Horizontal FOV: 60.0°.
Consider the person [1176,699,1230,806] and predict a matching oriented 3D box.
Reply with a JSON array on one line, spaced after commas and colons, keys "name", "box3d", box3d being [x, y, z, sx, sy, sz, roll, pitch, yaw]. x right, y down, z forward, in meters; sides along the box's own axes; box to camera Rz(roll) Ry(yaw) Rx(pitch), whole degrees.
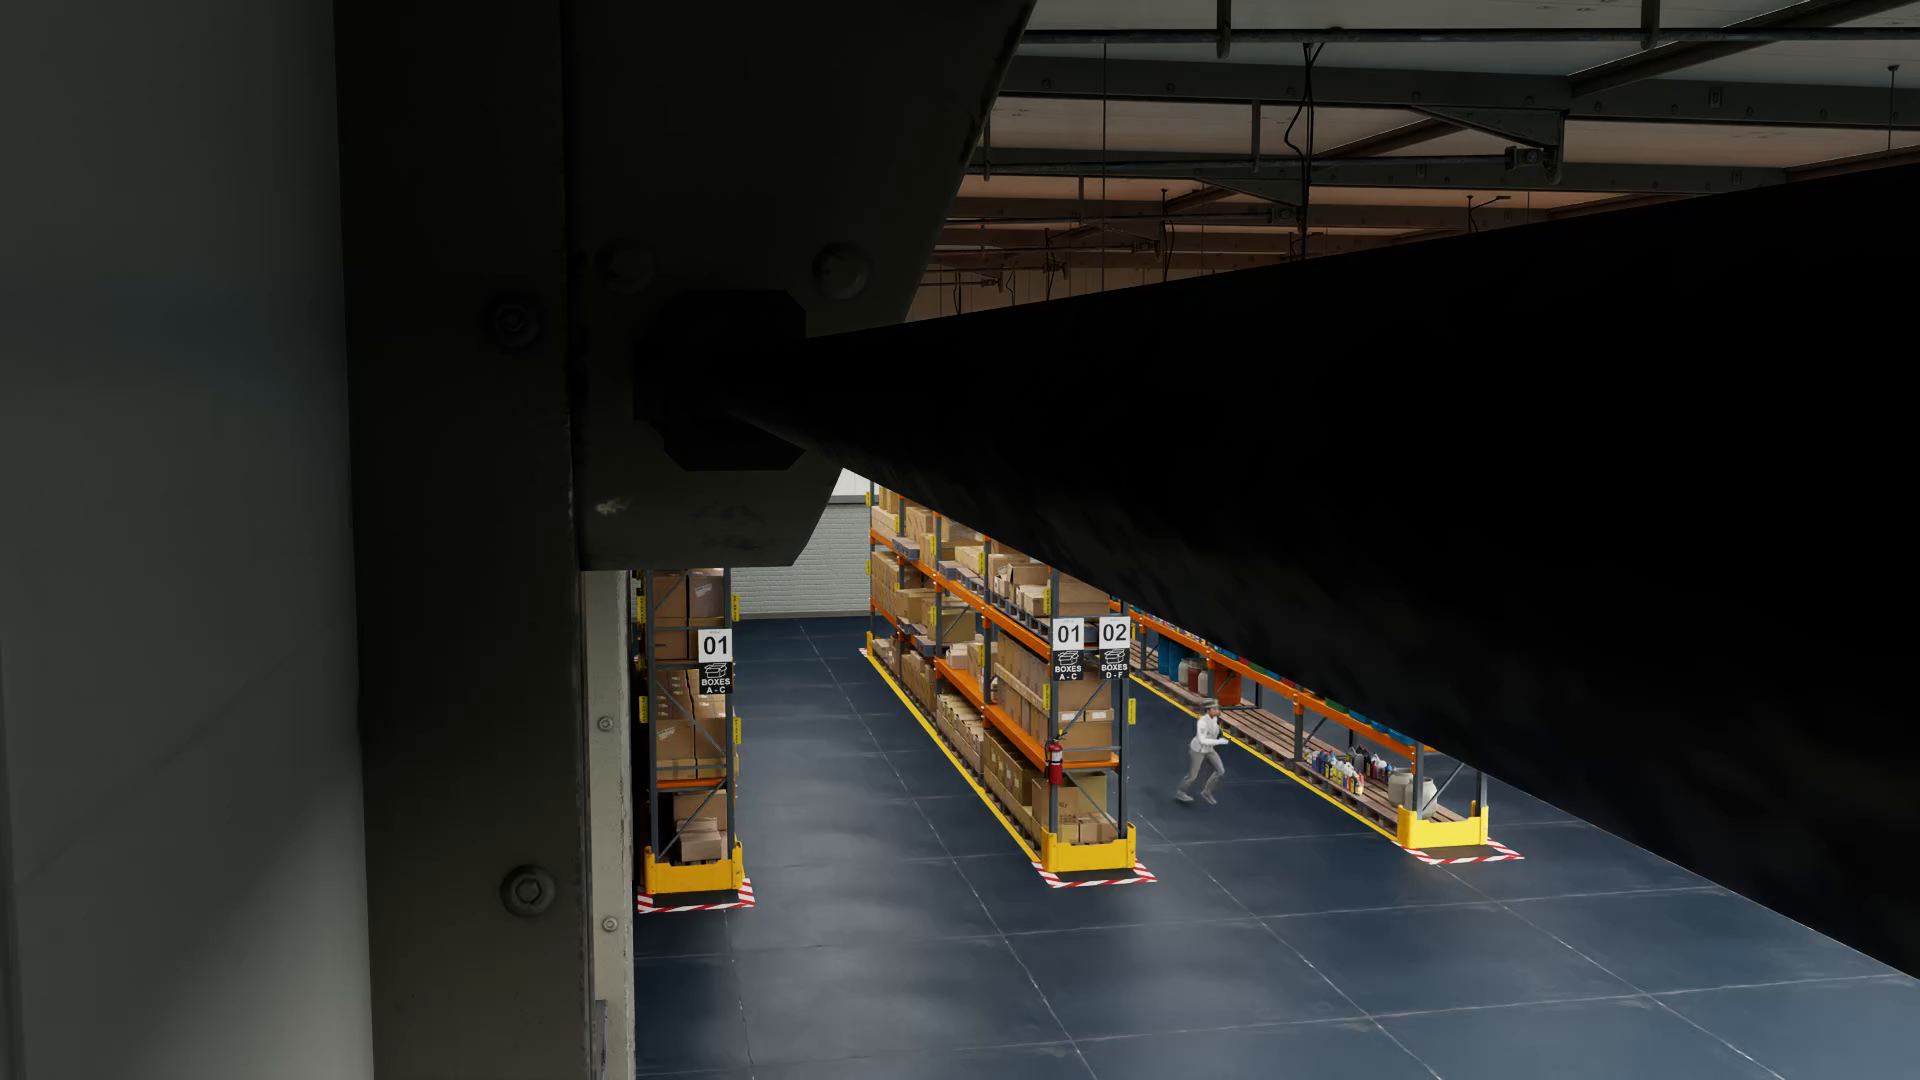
[{"name": "person", "box3d": [3.514, 3.043, 23.896, 0.603, 1.614, 0.917, -6, 8, -44]}]
